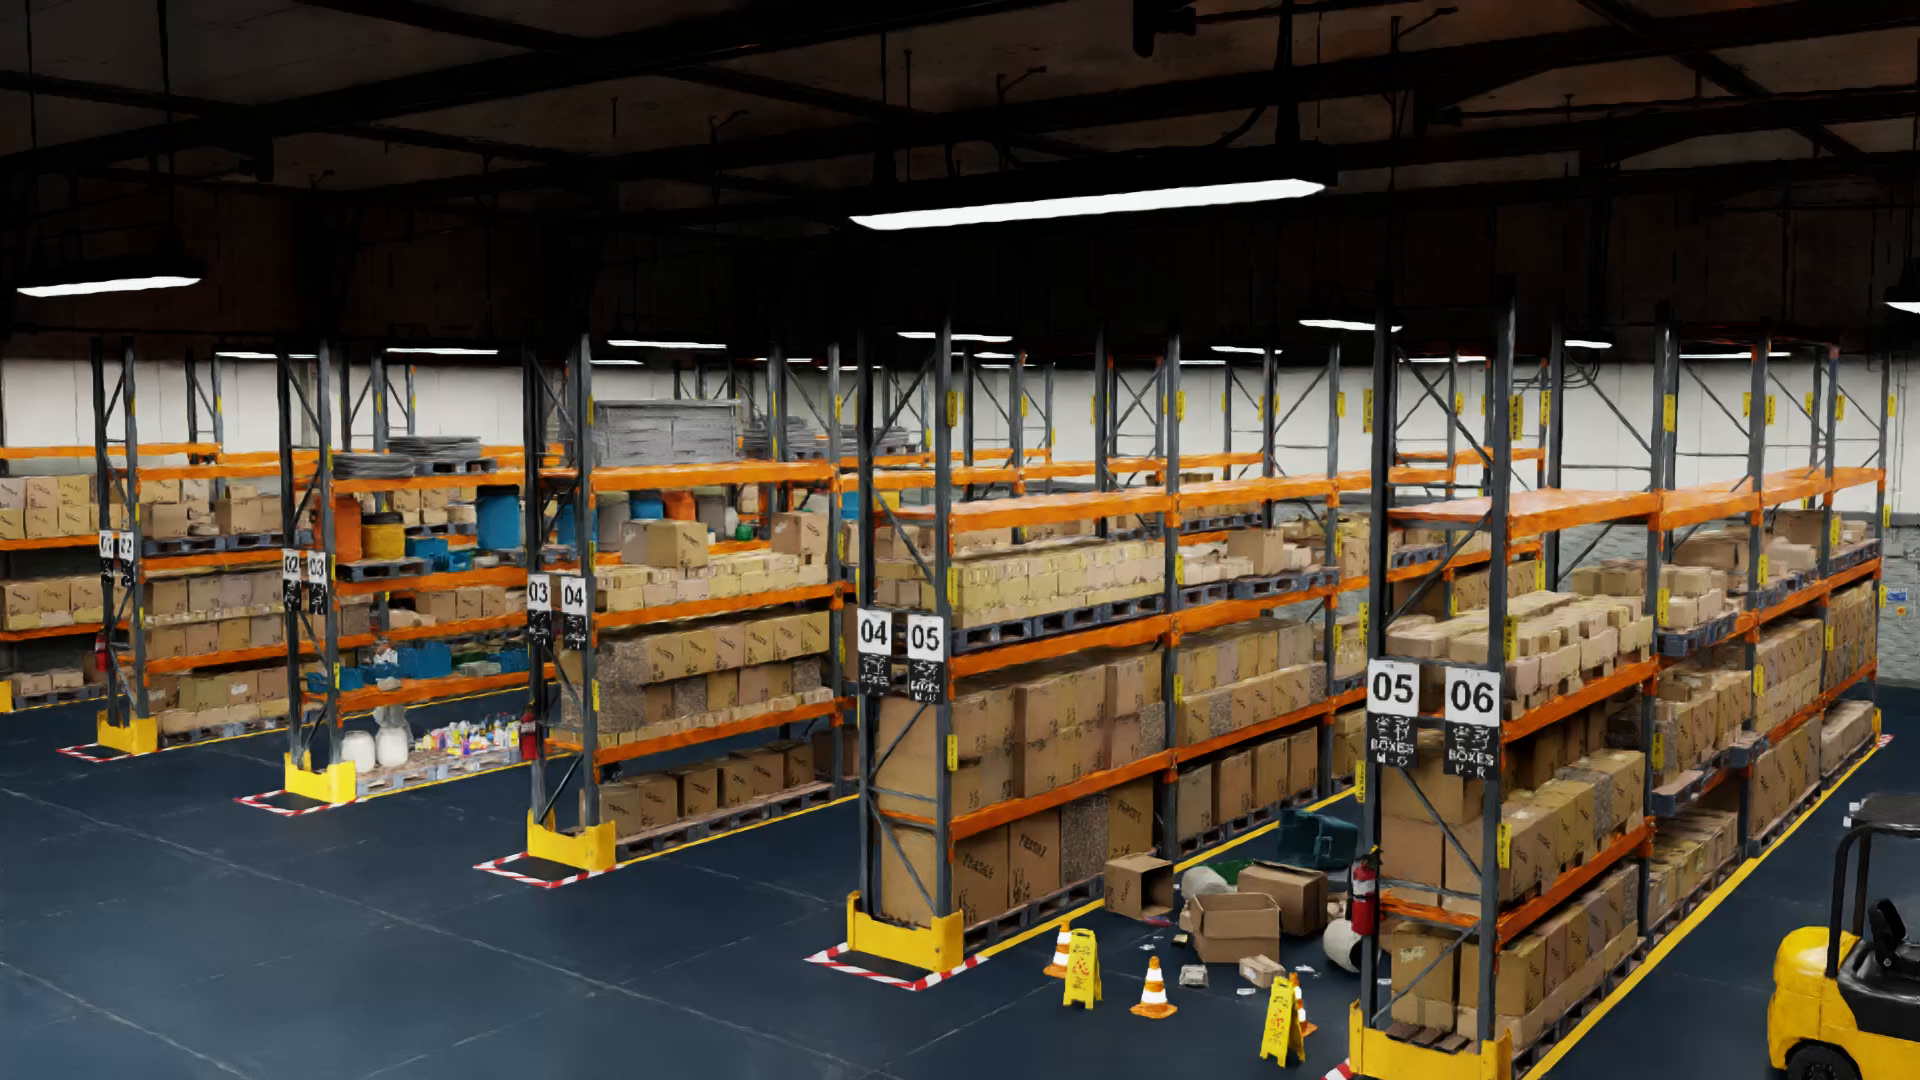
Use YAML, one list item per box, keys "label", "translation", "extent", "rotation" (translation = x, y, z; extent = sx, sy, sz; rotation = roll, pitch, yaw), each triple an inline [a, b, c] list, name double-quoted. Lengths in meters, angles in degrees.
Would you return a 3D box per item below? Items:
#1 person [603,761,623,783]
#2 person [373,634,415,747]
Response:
- label: "person"
  translation: [-4.635, 2.475, 22.019]
  extent: [0.544, 1.562, 0.615]
  rotation: [3, 6, 28]
- label: "person"
  translation: [-8.319, 2.202, 24.323]
  extent: [0.682, 1.710, 0.542]
  rotation: [4, 6, 35]
